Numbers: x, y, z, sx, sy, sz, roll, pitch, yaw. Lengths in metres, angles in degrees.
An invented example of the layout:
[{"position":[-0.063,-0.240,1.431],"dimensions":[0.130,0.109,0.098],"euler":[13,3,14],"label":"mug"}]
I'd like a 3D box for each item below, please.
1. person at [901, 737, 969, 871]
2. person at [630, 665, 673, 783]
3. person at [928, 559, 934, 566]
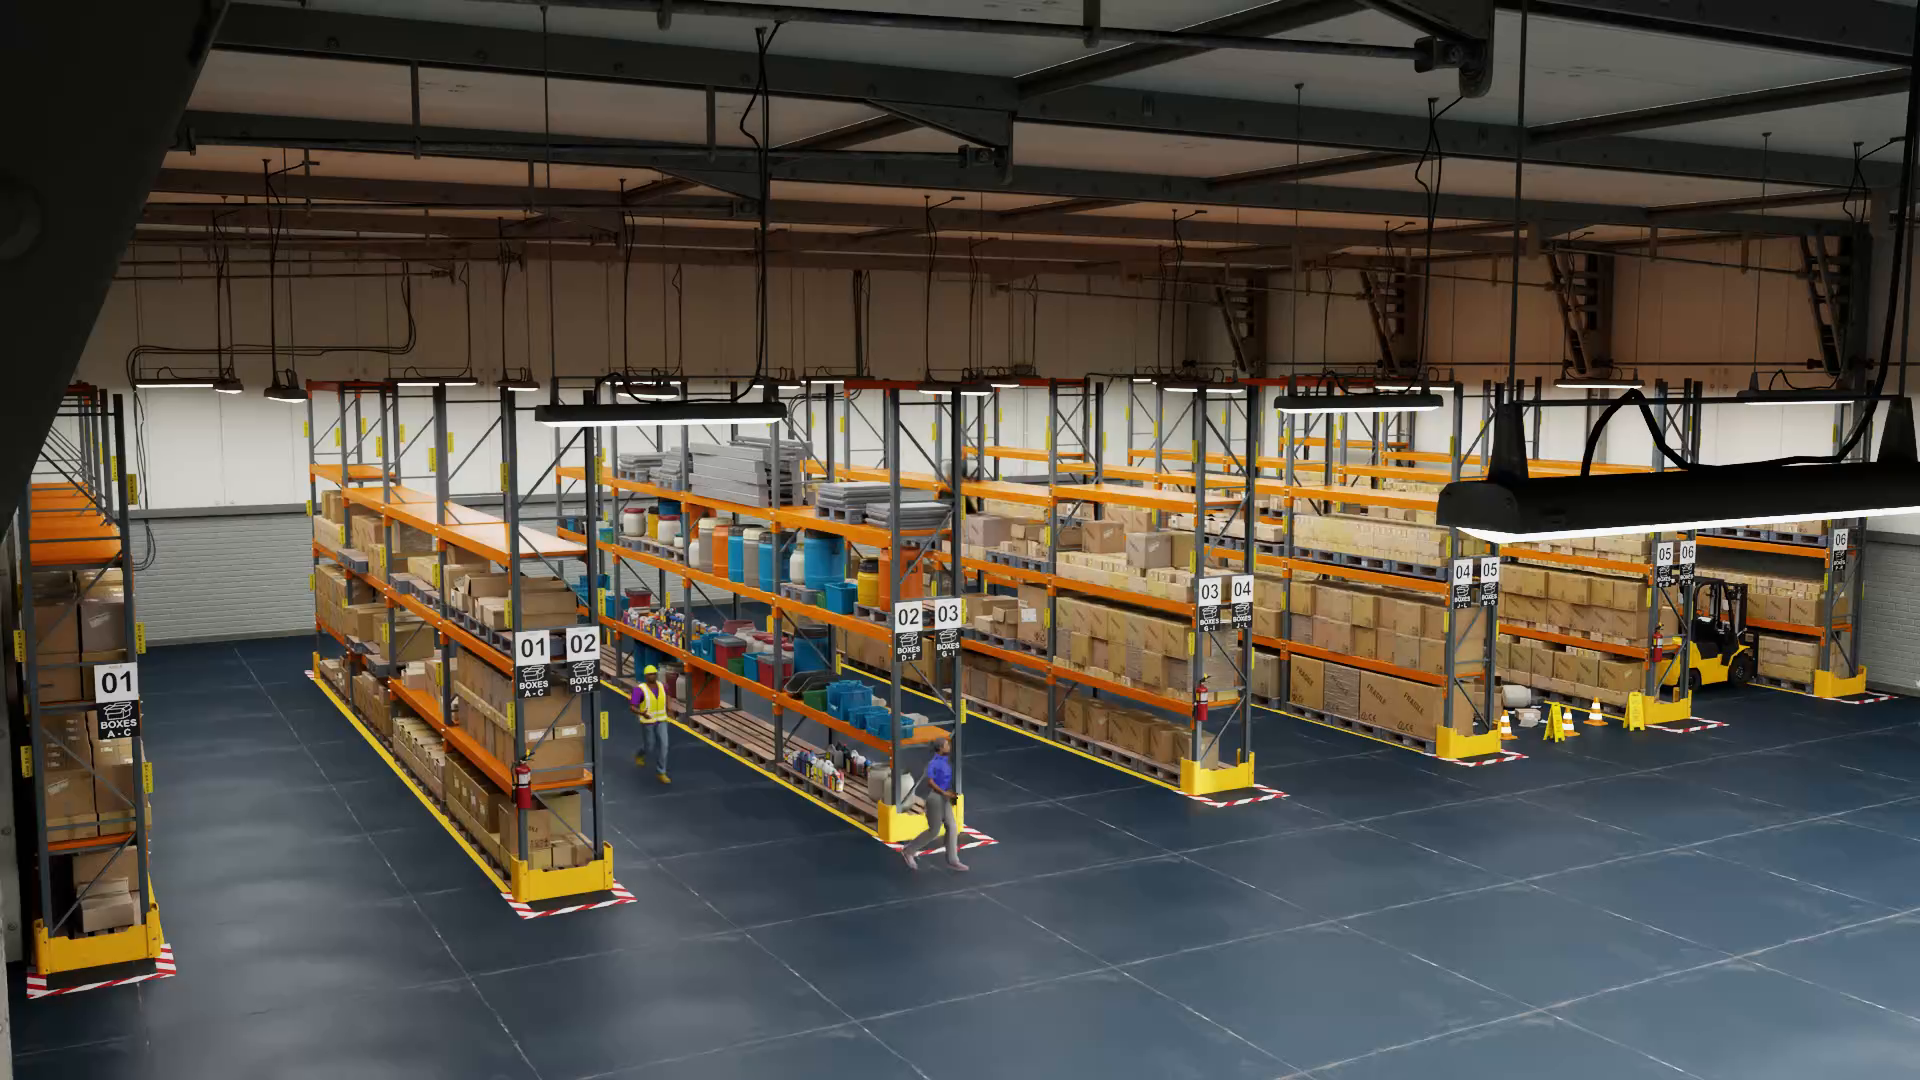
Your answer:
[{"position":[-0.272,3.289,20.882],"dimensions":[0.855,1.629,0.666],"euler":[1,6,12],"label":"person"},{"position":[-4.672,2.778,25.377],"dimensions":[0.712,1.754,0.896],"euler":[-4,7,-35],"label":"person"},{"position":[-0.670,1.277,39.298],"dimensions":[0.668,1.808,0.901],"euler":[-2,6,-14],"label":"person"}]
